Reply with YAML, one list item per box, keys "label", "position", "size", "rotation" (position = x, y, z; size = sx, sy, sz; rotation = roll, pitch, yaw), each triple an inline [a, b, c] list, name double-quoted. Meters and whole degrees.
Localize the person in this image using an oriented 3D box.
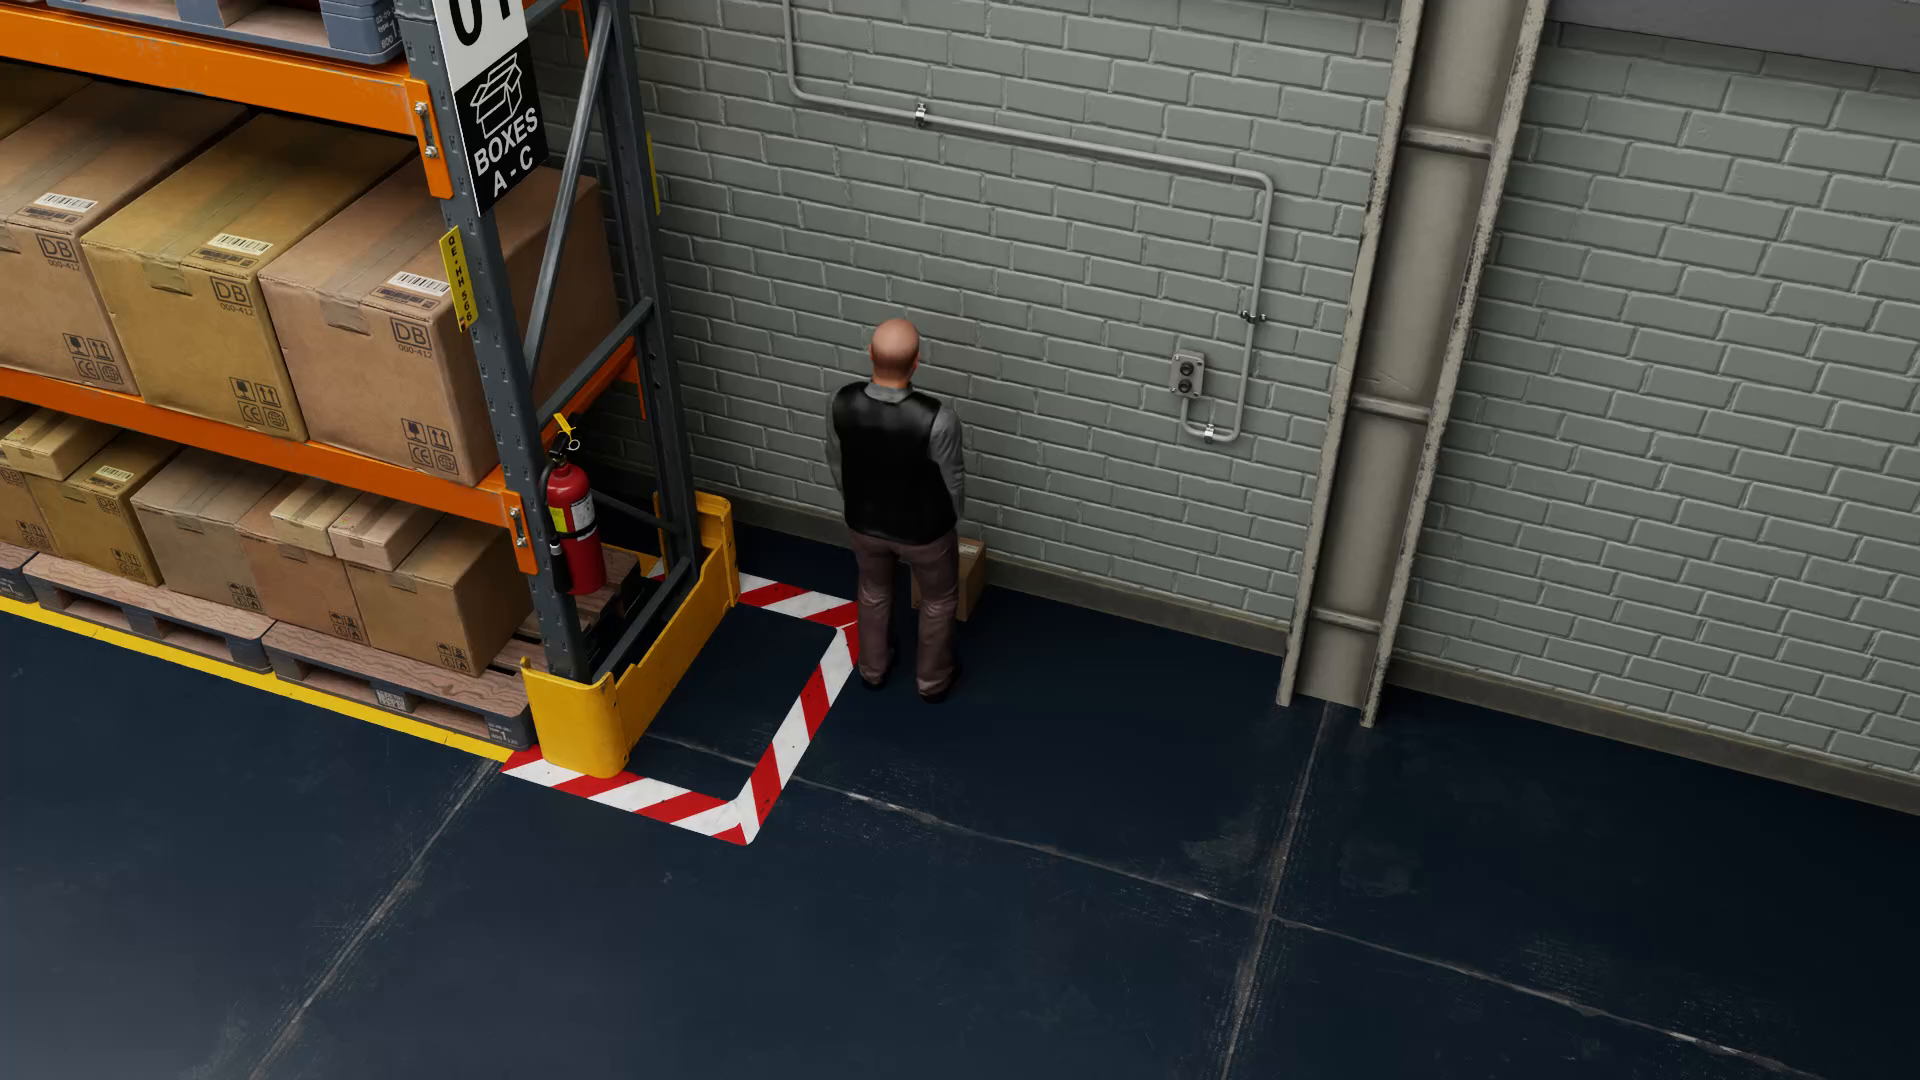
- label: "person"
  position: [-0.238, -0.082, 6.289]
  size: [0.540, 1.705, 0.359]
  rotation: [13, 43, 14]
